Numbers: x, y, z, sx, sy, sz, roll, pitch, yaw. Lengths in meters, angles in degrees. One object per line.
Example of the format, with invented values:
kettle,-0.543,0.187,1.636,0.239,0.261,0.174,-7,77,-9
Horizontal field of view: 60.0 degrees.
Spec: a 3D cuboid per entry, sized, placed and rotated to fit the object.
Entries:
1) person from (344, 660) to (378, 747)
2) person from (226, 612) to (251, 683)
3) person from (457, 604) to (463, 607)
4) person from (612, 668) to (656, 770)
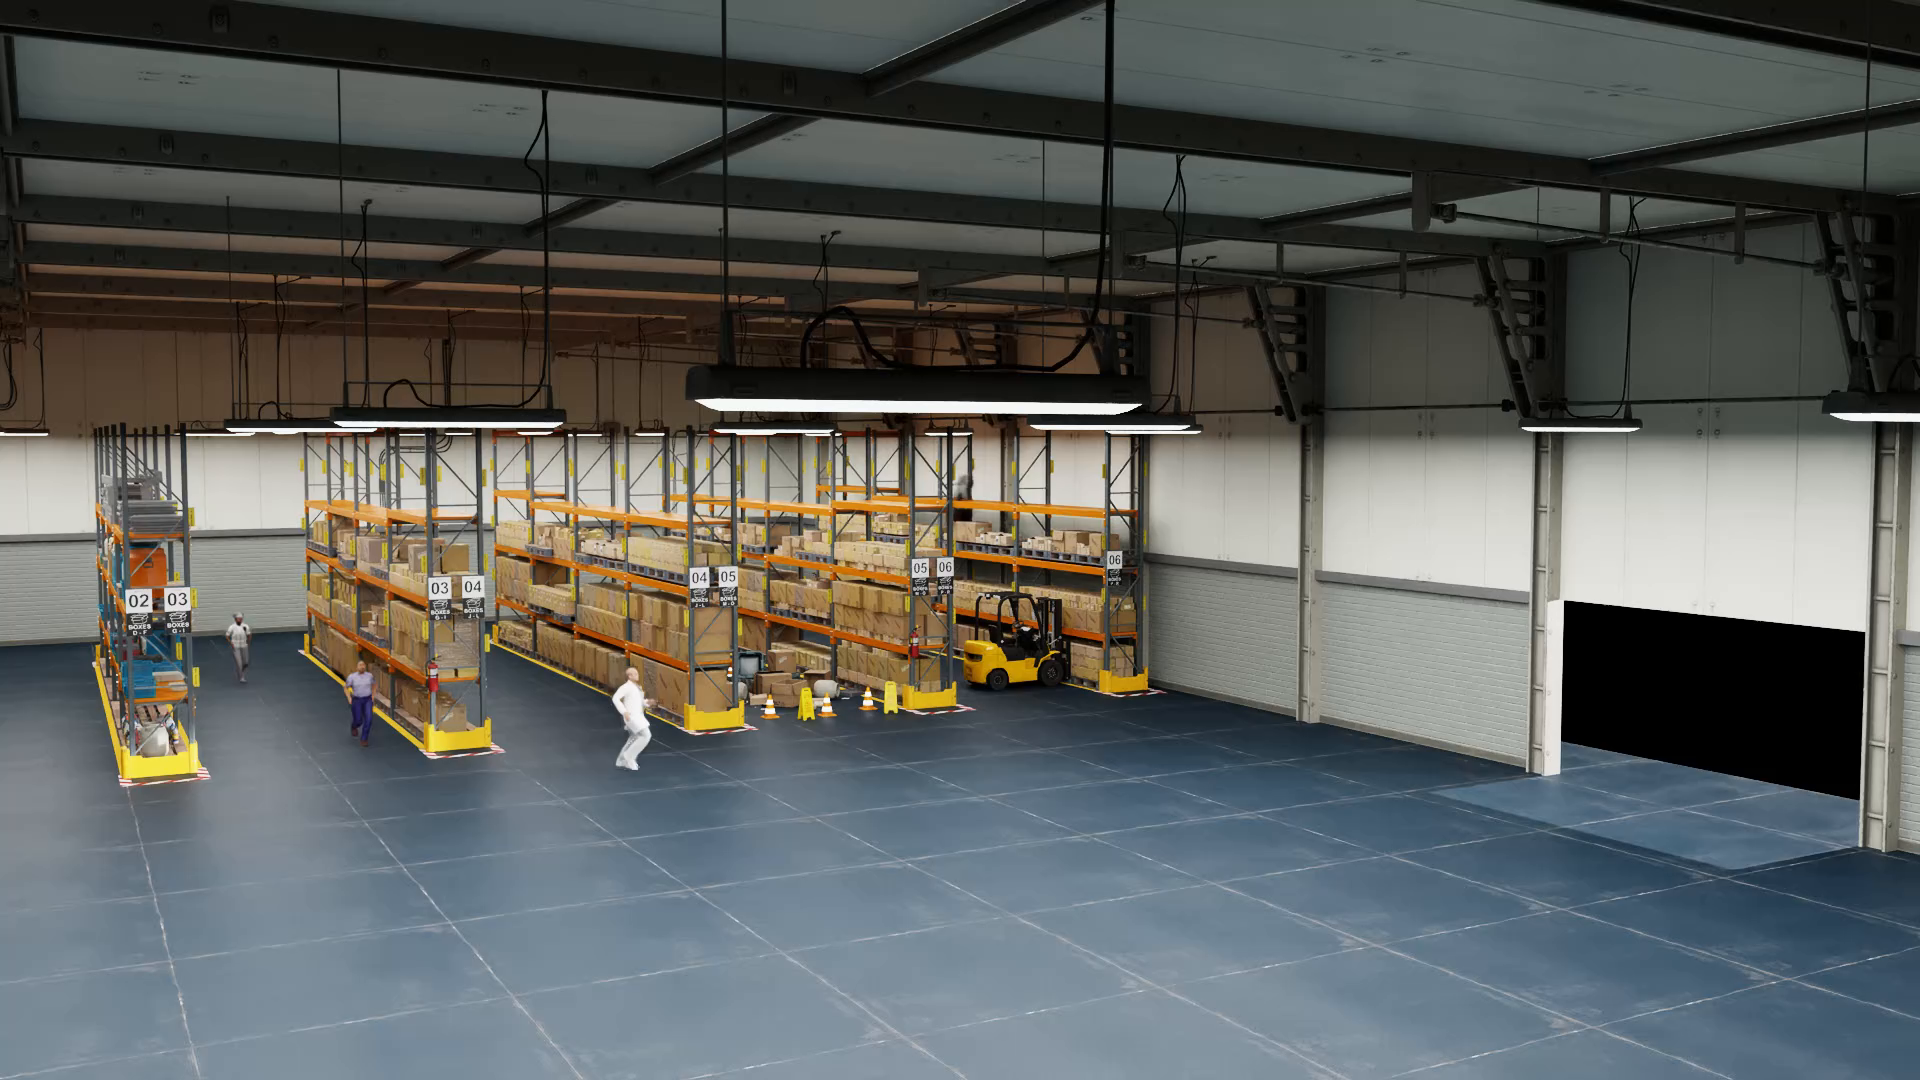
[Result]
person,-11.227,3.055,31.205,0.615,1.592,0.587,-2,4,-31
person,-17.001,2.521,39.213,0.562,1.655,0.561,-2,4,-36
person,-13.641,2.183,45.151,0.594,1.624,0.535,-1,4,-19
person,-5.617,3.095,28.776,0.733,1.765,0.682,0,3,4
